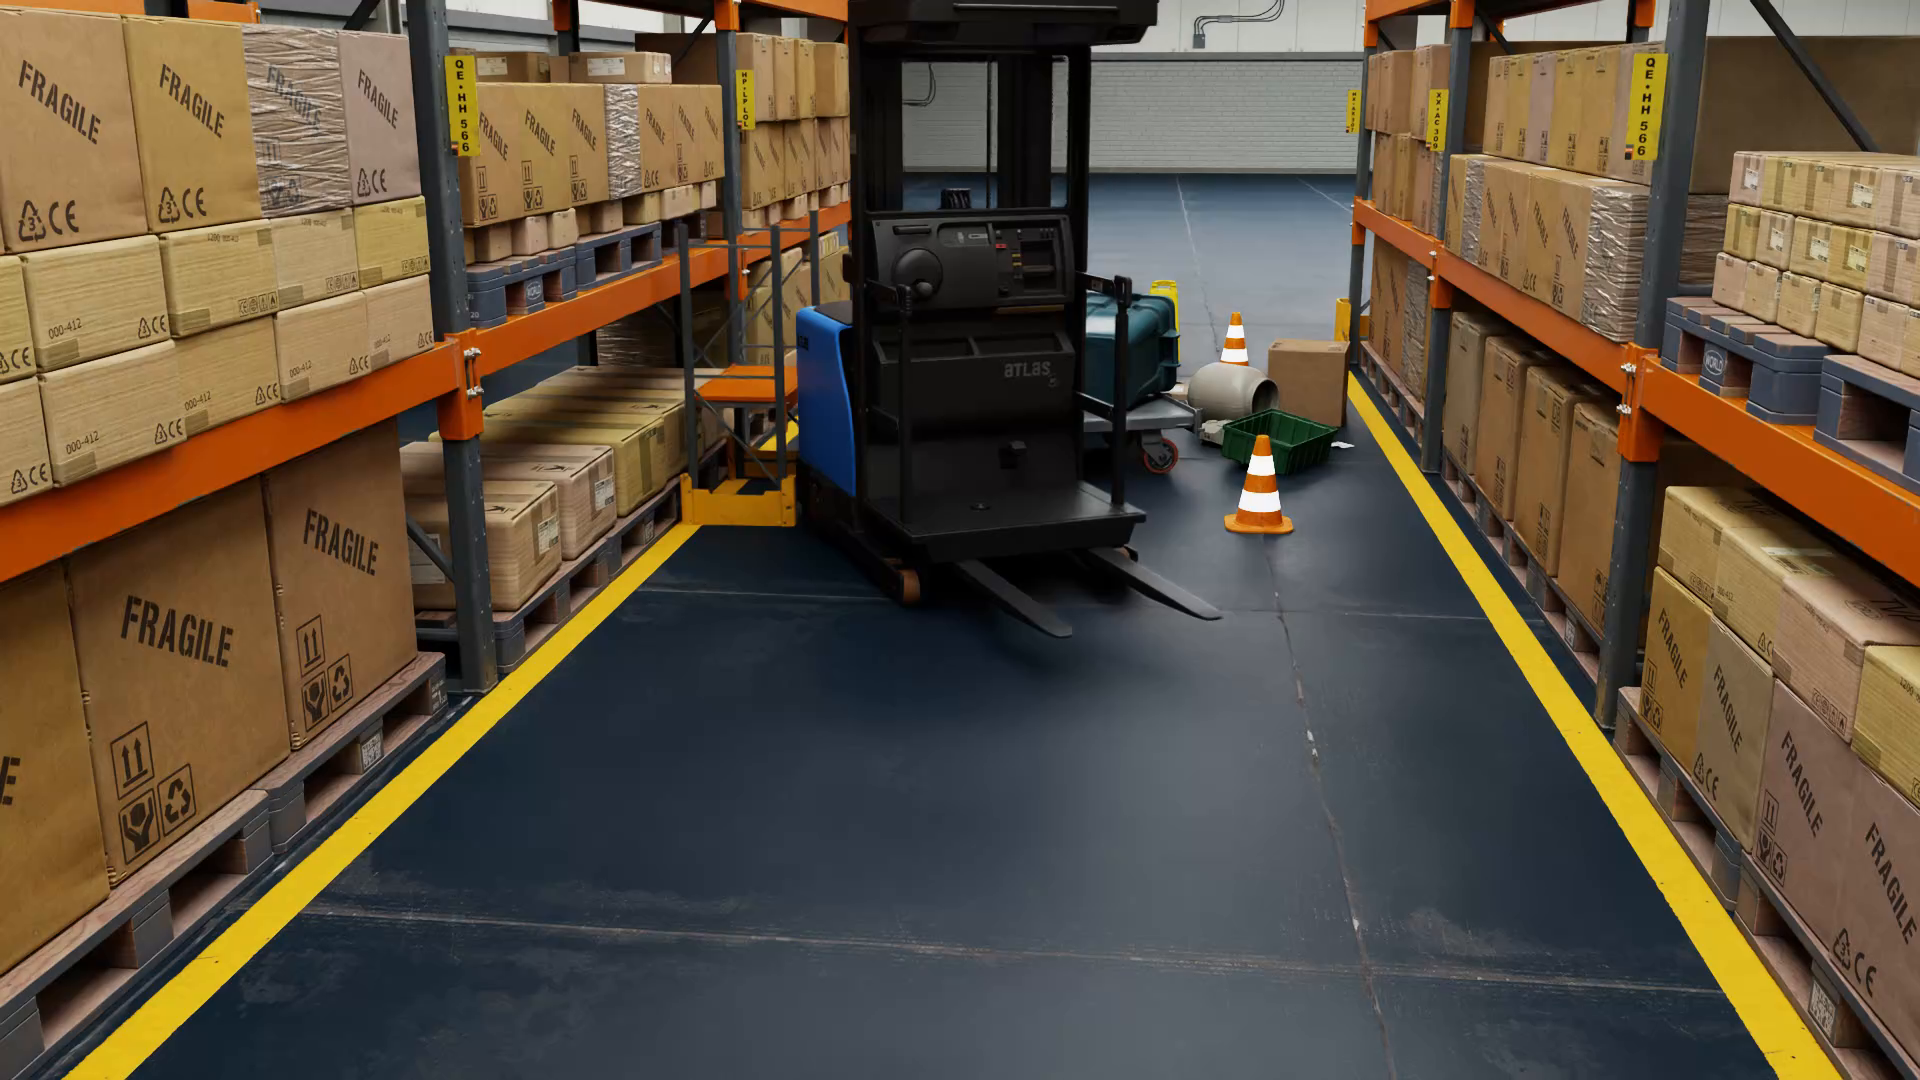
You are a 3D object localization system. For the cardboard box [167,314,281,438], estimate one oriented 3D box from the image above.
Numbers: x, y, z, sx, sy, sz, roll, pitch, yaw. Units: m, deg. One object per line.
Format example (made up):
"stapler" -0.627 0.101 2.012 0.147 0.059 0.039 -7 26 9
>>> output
"cardboard box" -2.130 -0.435 4.310 0.500 0.250 0.500 2 15 6

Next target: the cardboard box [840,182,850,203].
"cardboard box" -1.061 -2.690 12.846 0.380 0.149 0.250 2 15 6

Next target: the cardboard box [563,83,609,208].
"cardboard box" -1.830 -1.687 7.087 0.500 0.500 0.500 2 15 7

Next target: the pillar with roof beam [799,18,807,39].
"pillar with roof beam" 0.443 -13.525 40.940 9.100 9.000 0.400 2 15 6

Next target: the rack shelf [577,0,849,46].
"rack shelf" -1.539 -3.566 11.234 1.077 0.370 4.000 2 15 6

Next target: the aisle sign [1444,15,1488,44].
"aisle sign" 3.922 -4.129 12.704 0.394 0.787 0.004 2 15 6

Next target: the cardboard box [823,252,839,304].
"cardboard box" -1.200 -1.870 12.358 0.500 0.500 0.500 2 15 8

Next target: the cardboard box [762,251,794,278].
"cardboard box" -1.300 -1.806 10.878 0.380 0.149 0.250 2 15 8

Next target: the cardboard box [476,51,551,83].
"cardboard box" -2.190 -2.258 7.956 0.380 0.149 0.250 3 15 9

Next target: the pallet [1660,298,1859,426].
"pallet" 2.739 -0.509 4.664 1.213 0.211 1.003 2 15 6

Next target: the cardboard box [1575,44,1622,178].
"cardboard box" 2.886 -1.701 6.598 0.700 0.500 0.500 1 15 5

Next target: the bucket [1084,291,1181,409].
"bucket" 0.890 -1.083 9.782 0.726 0.611 0.620 7 27 25

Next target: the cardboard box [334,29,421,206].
"cardboard box" -2.015 -1.298 5.109 0.500 0.500 0.500 1 15 5

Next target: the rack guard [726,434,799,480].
"rack guard" -1.024 -0.464 9.397 0.587 0.250 0.087 2 15 6

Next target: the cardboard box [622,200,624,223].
"cardboard box" -1.810 -1.557 7.849 0.380 0.149 0.250 1 15 4

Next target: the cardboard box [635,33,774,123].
"cardboard box" -1.500 -2.729 9.829 0.700 0.500 0.500 2 15 6

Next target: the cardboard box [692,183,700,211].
"cardboard box" -1.596 -1.818 8.817 0.380 0.149 0.250 1 15 5

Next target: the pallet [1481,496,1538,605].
"pallet" 3.018 0.039 7.613 1.003 0.211 1.213 2 15 6

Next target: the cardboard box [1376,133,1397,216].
"cardboard box" 3.391 -2.554 11.574 0.875 0.550 0.550 2 15 6

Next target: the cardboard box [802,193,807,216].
"cardboard box" -1.256 -2.295 11.384 0.380 0.149 0.250 2 15 6

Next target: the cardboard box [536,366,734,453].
"cardboard box" -1.822 -0.744 9.398 0.950 0.372 0.625 2 15 7

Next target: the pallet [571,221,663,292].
"pallet" -2.033 -1.331 7.705 1.003 0.211 1.213 2 15 6

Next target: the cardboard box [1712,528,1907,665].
"cardboard box" 2.338 0.156 4.387 0.500 0.250 0.500 2 15 6

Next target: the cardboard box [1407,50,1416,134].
"cardboard box" 3.437 -2.935 10.913 0.875 0.550 0.500 2 15 6

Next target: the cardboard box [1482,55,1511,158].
"cardboard box" 3.115 -2.229 8.551 0.700 0.500 0.500 1 15 5

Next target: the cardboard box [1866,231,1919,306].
"cardboard box" 2.347 -0.625 3.834 0.380 0.149 0.250 2 15 6

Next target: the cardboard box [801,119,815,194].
"cardboard box" -1.298 -2.636 11.404 0.500 0.500 0.500 2 15 7

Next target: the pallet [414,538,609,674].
"pallet" -2.127 0.235 6.890 1.003 0.211 1.213 2 15 6

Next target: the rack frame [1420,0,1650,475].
"rack frame" 3.165 -1.827 9.171 1.000 3.000 0.127 2 15 6

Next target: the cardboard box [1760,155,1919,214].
"cardboard box" 2.441 -0.974 4.555 0.380 0.149 0.250 1 15 5

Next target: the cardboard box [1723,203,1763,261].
"cardboard box" 2.460 -0.895 4.832 0.380 0.149 0.250 2 15 9

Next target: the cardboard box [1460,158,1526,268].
"cardboard box" 2.782 -1.616 8.199 0.500 0.500 0.500 2 15 7

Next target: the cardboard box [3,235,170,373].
"cardboard box" -2.168 -0.544 3.755 0.500 0.250 0.500 1 15 5

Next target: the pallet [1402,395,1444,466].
"pallet" 3.329 -0.676 10.256 1.003 0.211 1.213 2 15 6

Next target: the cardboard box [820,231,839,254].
"cardboard box" -1.119 -2.222 12.415 0.380 0.149 0.250 2 15 8

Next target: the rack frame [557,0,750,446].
"rack frame" -1.765 -1.946 9.613 1.000 3.000 0.127 2 15 6

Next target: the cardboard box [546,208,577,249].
"cardboard box" -1.801 -1.282 6.833 0.380 0.149 0.250 2 15 7

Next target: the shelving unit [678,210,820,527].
"shelving unit" -1.073 -0.937 8.756 0.587 1.500 1.083 2 15 6

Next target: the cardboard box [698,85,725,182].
"cardboard box" -1.589 -2.214 9.039 0.500 0.500 0.500 1 15 5

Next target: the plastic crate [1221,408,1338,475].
"plastic crate" 1.883 -0.581 9.840 0.450 0.188 0.662 22 25 31

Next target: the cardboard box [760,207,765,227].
"cardboard box" -1.434 -2.034 10.419 0.380 0.149 0.250 2 15 6

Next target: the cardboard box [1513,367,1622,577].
"cardboard box" 2.967 -0.288 6.986 1.050 0.750 0.750 2 15 7

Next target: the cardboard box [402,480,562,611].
"cardboard box" -2.142 0.011 6.606 0.950 0.372 0.625 1 15 2

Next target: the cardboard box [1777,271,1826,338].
"cardboard box" 2.402 -0.621 4.389 0.380 0.149 0.250 2 15 9

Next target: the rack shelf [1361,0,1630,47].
"rack shelf" 3.391 -3.446 10.792 1.077 0.370 4.000 2 15 6

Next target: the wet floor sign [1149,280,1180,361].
"wet floor sign" 1.652 -1.793 13.558 0.267 0.644 0.232 -1 15 -3

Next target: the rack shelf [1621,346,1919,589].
"rack shelf" 2.488 0.077 3.510 1.077 0.370 4.000 2 15 6

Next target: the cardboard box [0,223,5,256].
"cardboard box" -2.243 -0.771 3.159 0.500 0.500 0.500 1 15 5

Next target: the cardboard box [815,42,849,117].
"cardboard box" -1.174 -3.253 11.769 0.700 0.500 0.500 2 15 6

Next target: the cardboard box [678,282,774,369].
"cardboard box" -1.430 -1.329 10.356 0.500 0.500 0.500 2 15 9

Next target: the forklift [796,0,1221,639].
"forklift" 0.142 -1.249 7.168 1.130 2.935 3.031 -6 16 -20

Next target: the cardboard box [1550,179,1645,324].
"cardboard box" 2.555 -1.092 6.261 0.500 0.500 0.500 2 15 6

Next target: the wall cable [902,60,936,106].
"wall cable" -2.188 -12.878 44.496 3.097 2.526 0.112 2 15 6

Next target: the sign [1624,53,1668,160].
"sign" 2.162 -1.364 5.241 0.100 0.325 0.005 2 15 6

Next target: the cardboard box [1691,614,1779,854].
"cardboard box" 2.327 0.521 4.473 0.500 0.500 0.500 2 15 7

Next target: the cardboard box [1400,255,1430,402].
"cardboard box" 3.403 -1.399 10.854 0.875 0.875 0.875 2 15 7
